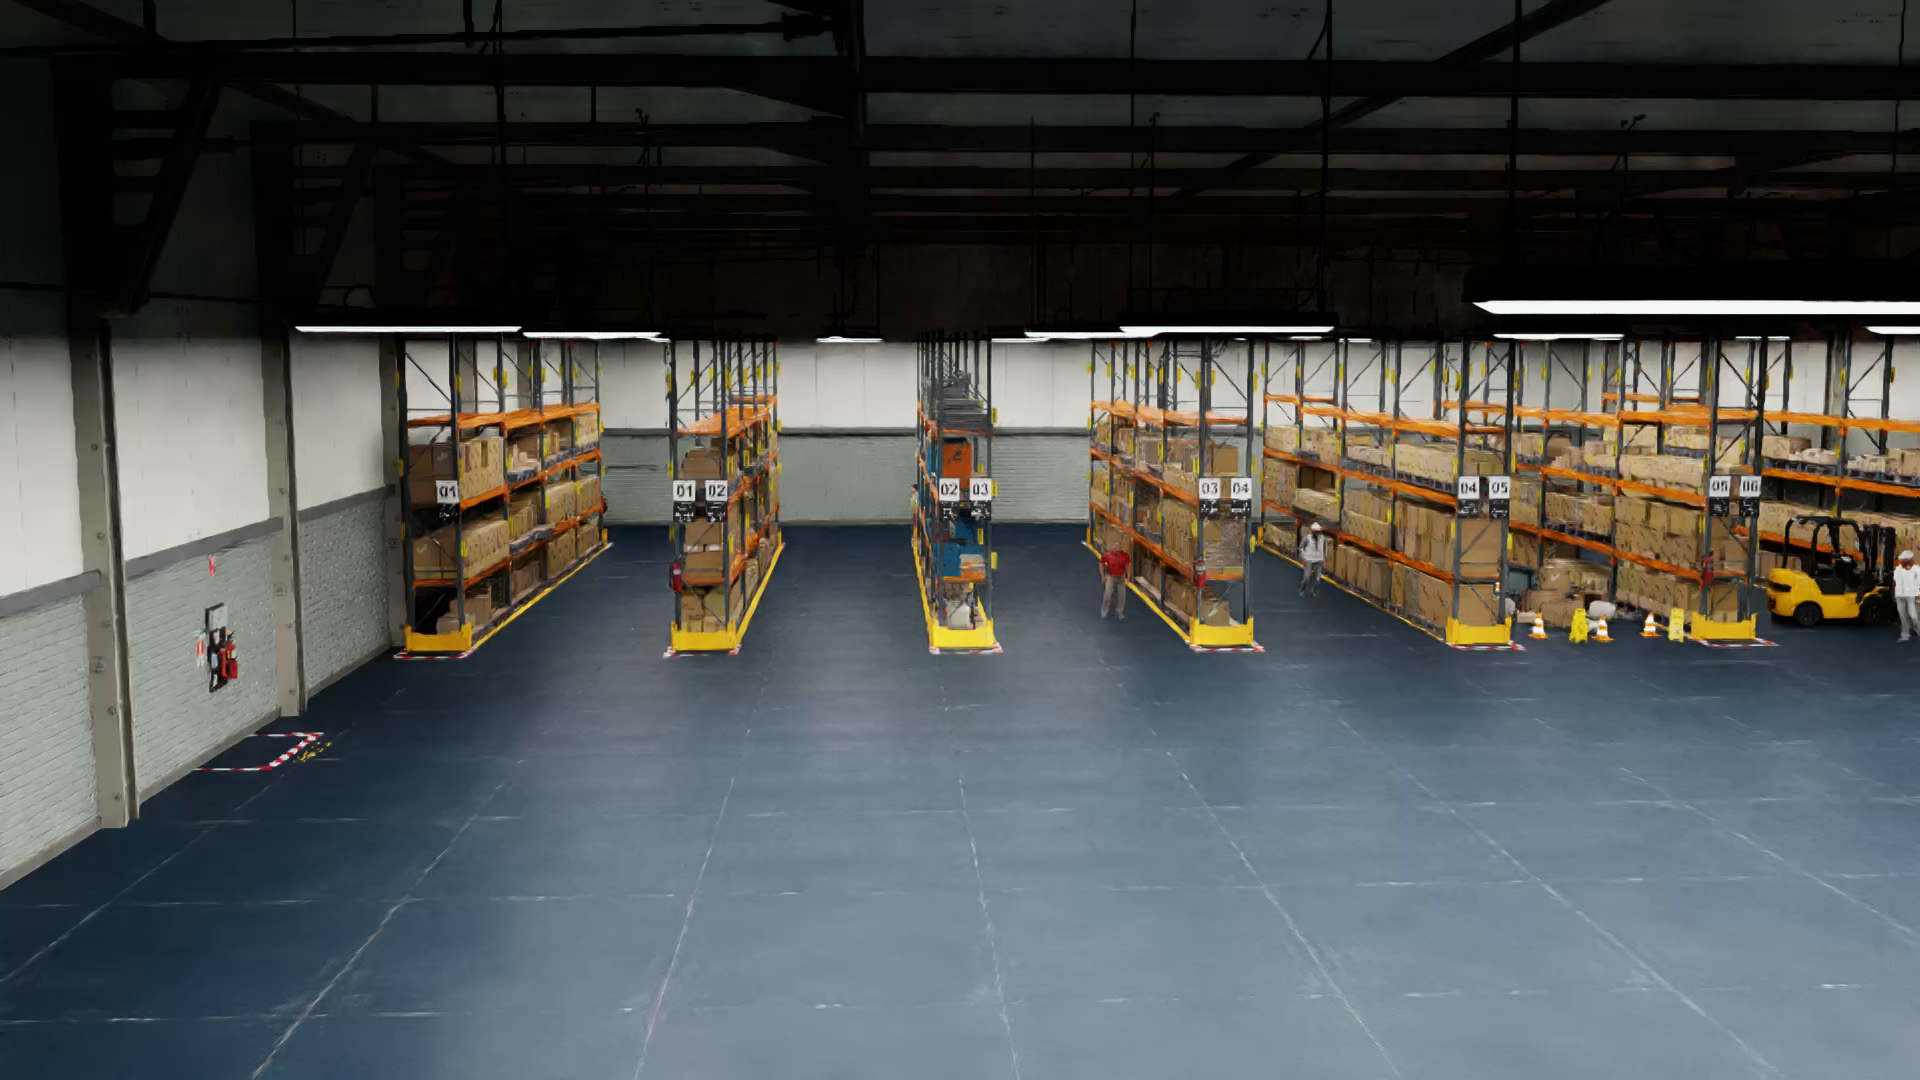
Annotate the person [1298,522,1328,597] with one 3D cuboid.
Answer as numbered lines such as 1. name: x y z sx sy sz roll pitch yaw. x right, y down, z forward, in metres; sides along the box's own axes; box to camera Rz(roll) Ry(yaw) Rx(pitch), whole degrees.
1. person: 7.995 0.442 37.643 0.677 1.726 0.574 -1 7 -5

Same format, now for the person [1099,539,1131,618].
1. person: 3.232 0.807 34.746 0.666 1.676 0.521 -1 7 -4

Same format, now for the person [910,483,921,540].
1. person: -1.208 -0.821 48.518 0.461 1.668 0.485 -4 8 -32

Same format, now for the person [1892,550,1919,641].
1. person: 18.279 1.076 31.965 0.460 1.760 0.721 -5 8 -35

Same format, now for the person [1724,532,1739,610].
1. person: 16.571 0.659 35.846 0.480 1.674 0.486 3 8 27
